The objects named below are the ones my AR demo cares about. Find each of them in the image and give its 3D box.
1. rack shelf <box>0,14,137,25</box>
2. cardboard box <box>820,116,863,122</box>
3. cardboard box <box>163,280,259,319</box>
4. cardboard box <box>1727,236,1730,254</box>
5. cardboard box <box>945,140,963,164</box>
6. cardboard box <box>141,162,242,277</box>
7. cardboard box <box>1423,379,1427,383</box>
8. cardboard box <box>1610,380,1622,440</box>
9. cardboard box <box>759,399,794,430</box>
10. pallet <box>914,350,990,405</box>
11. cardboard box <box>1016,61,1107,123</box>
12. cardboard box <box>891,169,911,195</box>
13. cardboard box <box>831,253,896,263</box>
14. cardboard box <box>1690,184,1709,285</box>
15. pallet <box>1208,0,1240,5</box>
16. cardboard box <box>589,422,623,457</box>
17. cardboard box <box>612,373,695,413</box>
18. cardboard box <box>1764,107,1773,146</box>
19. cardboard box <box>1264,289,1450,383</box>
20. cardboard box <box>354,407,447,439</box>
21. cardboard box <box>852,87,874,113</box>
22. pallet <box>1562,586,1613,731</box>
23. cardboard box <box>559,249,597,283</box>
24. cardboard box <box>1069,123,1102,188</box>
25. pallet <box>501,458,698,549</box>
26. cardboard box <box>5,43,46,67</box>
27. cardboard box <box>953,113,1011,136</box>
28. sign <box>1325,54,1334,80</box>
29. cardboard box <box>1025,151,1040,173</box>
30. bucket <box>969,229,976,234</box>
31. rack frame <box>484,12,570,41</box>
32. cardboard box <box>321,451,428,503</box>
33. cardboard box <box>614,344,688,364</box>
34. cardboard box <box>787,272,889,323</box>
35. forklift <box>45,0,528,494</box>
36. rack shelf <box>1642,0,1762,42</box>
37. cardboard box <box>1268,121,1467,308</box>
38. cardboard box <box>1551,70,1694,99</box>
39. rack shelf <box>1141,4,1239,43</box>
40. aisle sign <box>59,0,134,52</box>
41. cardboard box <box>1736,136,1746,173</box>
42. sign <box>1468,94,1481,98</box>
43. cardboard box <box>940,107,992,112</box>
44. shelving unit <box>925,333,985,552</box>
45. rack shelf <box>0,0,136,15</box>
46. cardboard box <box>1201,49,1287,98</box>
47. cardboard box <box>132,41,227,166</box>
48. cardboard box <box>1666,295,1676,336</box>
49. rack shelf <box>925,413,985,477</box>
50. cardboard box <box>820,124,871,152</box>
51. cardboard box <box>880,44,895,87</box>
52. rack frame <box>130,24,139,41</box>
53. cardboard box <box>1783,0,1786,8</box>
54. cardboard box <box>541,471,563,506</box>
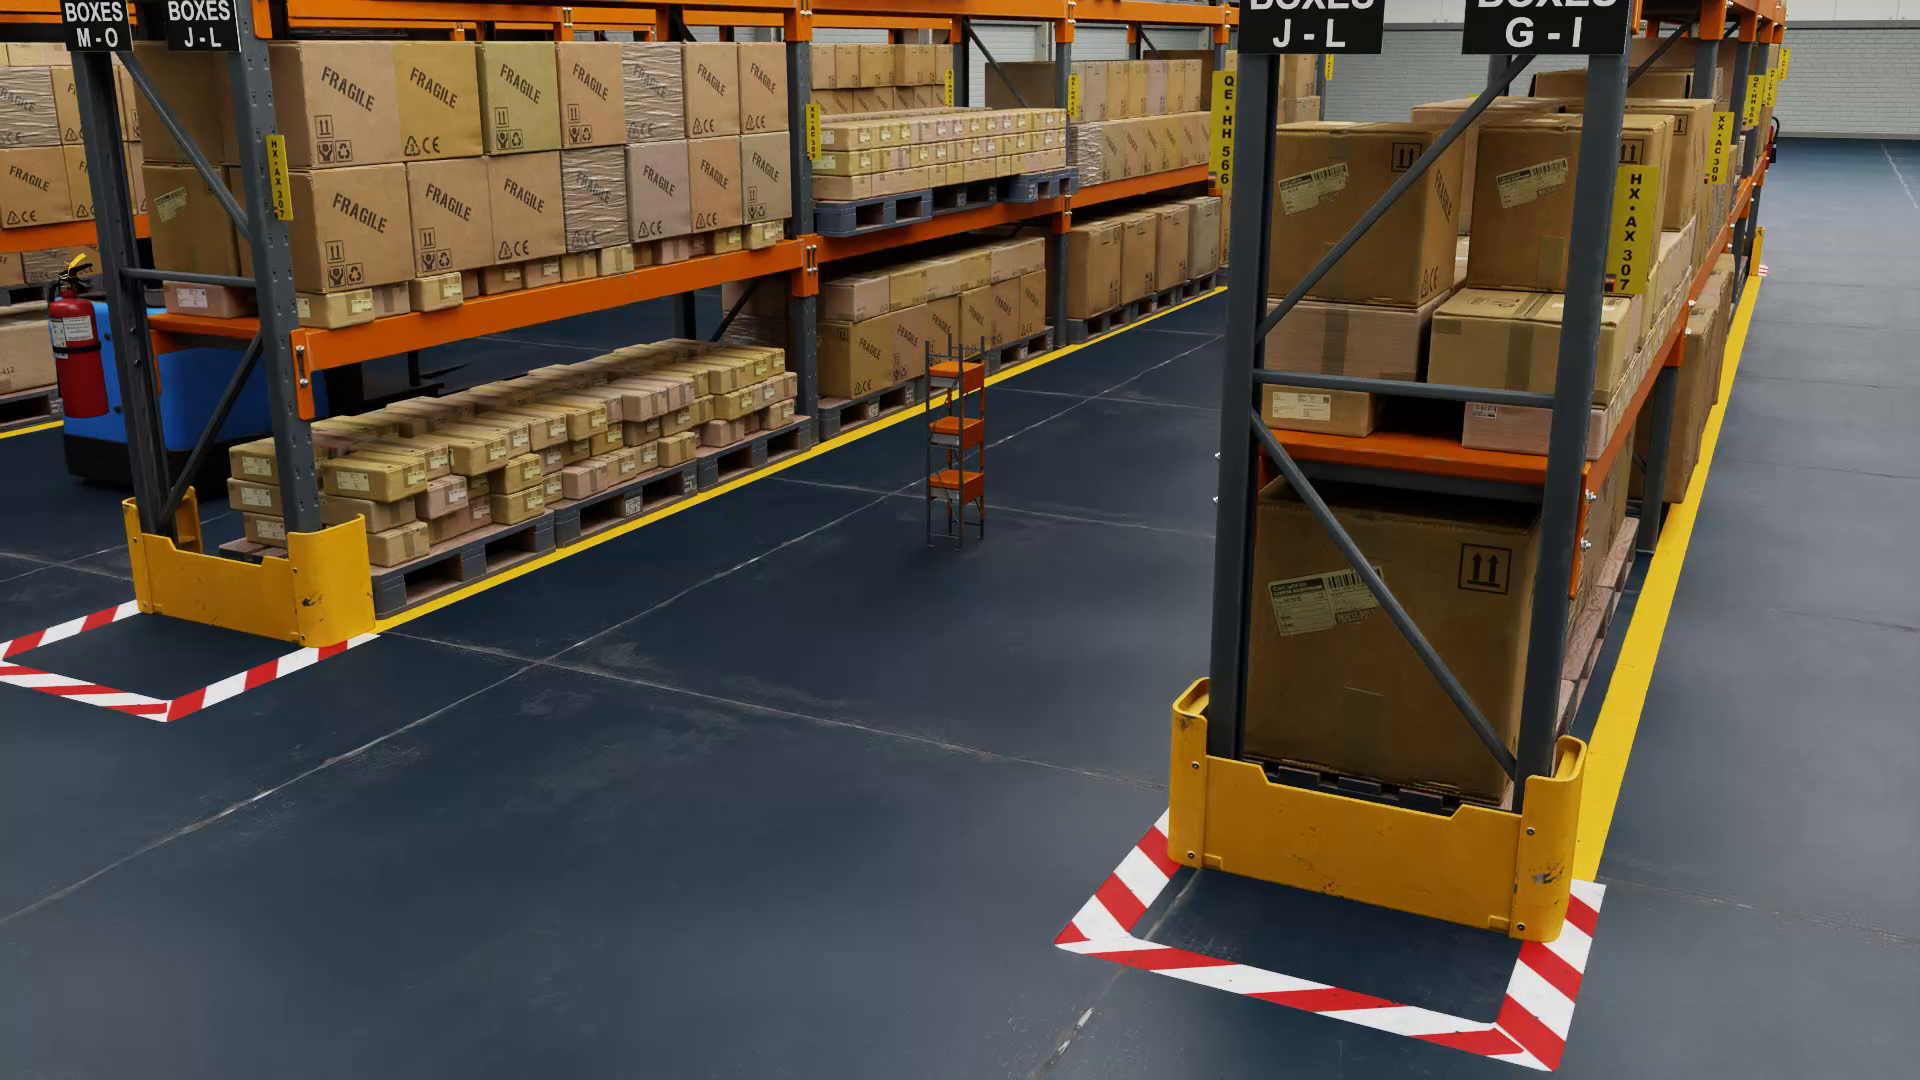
[{"bbox_3d":[-9.391,-4.930,15.851,1.077,0.370,4.000,8,18,25],"label":"rack shelf"},{"bbox_3d":[-0.897,-2.850,11.509,0.380,0.149,0.250,7,18,24],"label":"cardboard box"},{"bbox_3d":[-3.263,-1.073,7.310,0.380,0.149,0.250,8,18,25],"label":"cardboard box"},{"bbox_3d":[7.062,-2.721,16.070,0.500,0.500,0.500,16,23,43],"label":"cardboard box"},{"bbox_3d":[-0.199,-2.693,11.506,0.380,0.149,0.250,8,18,24],"label":"cardboard box"},{"bbox_3d":[-3.185,-1.412,7.312,0.500,0.500,0.500,9,19,26],"label":"cardboard box"},{"bbox_3d":[1.442,-0.624,5.797,0.380,0.149,0.250,8,19,26],"label":"cardboard box"},{"bbox_3d":[1.803,-0.411,5.082,0.380,0.149,0.250,8,18,25],"label":"cardboard box"},{"bbox_3d":[-1.239,-0.785,10.168,0.380,0.149,0.250,8,18,26],"label":"cardboard box"},{"bbox_3d":[-0.478,-1.267,12.419,1.003,0.211,1.213,8,18,25],"label":"pallet"},{"bbox_3d":[0.853,-3.881,14.393,0.700,0.500,0.500,8,18,25],"label":"cardboard box"},{"bbox_3d":[-0.547,-2.351,10.874,0.380,0.149,0.250,8,18,26],"label":"cardboard box"},{"bbox_3d":[-0.797,-1.943,12.135,0.500,0.250,0.500,7,18,23],"label":"cardboard box"},{"bbox_3d":[3.453,-1.570,8.366,0.500,0.500,0.500,8,18,26],"label":"cardboard box"},{"bbox_3d":[2.581,-5.733,17.447,1.003,0.211,1.213,8,18,25],"label":"pallet"},{"bbox_3d":[-2.030,-0.562,8.895,0.380,0.149,0.250,9,19,28],"label":"cardboard box"},{"bbox_3d":[-1.702,-0.818,9.235,0.380,0.149,0.250,7,18,23],"label":"cardboard box"},{"bbox_3d":[7.999,-4.404,17.387,0.875,0.500,0.500,8,18,25],"label":"cardboard box"},{"bbox_3d":[1.215,-0.646,5.170,0.500,0.250,0.500,8,18,24],"label":"cardboard box"},{"bbox_3d":[-2.808,-0.558,8.360,0.380,0.149,0.250,7,18,23],"label":"cardboard box"},{"bbox_3d":[-1.382,-5.259,20.265,0.500,0.500,0.500,8,18,25],"label":"cardboard box"},{"bbox_3d":[2.070,0.396,6.821,1.003,0.211,1.213,8,18,25],"label":"pallet"},{"bbox_3d":[-2.066,-1.399,8.406,0.380,0.149,0.250,9,19,27],"label":"cardboard box"},{"bbox_3d":[0.861,-3.240,13.989,0.500,0.500,0.500,8,18,26],"label":"cardboard box"},{"bbox_3d":[-2.181,-0.269,9.060,1.003,0.211,1.213,8,18,25],"label":"pallet"},{"bbox_3d":[-6.207,-3.166,10.844,0.380,0.149,0.250,8,18,25],"label":"cardboard box"},{"bbox_3d":[0.150,-3.035,12.135,0.380,0.149,0.250,8,18,25],"label":"cardboard box"},{"bbox_3d":[4.473,-5.746,20.152,0.100,0.325,0.005,8,18,25],"label":"sign"},{"bbox_3d":[0.383,-2.880,12.657,0.380,0.149,0.250,8,19,26],"label":"cardboard box"},{"bbox_3d":[0.205,-3.618,18.518,0.620,0.611,0.726,-27,30,-37],"label":"bucket"},{"bbox_3d":[-4.055,-3.716,15.768,1.000,3.000,0.127,8,18,25],"label":"rack frame"},{"bbox_3d":[-2.618,-0.285,7.439,0.380,0.149,0.250,7,18,23],"label":"cardboard box"},{"bbox_3d":[-1.884,-1.089,10.148,0.380,0.149,0.250,9,19,28],"label":"cardboard box"},{"bbox_3d":[-0.802,-1.610,11.014,0.500,0.250,0.500,7,18,23],"label":"cardboard box"},{"bbox_3d":[-4.015,-2.035,10.228,1.130,2.935,3.031,8,19,26],"label":"forklift"},{"bbox_3d":[3.917,-3.039,9.483,1.077,0.370,4.000,8,18,25],"label":"rack shelf"},{"bbox_3d":[1.219,-1.005,5.065,0.500,0.500,0.500,8,18,26],"label":"cardboard box"},{"bbox_3d":[3.619,-2.302,9.070,0.797,0.503,0.637,8,18,26],"label":"cardboard box"},{"bbox_3d":[3.100,-5.734,18.555,1.077,0.370,4.000,8,18,25],"label":"rack shelf"},{"bbox_3d":[-3.457,-2.340,6.569,0.394,0.787,0.004,8,18,25],"label":"aisle sign"},{"bbox_3d":[5.766,-2.982,12.823,0.500,0.250,0.500,8,18,24],"label":"cardboard box"},{"bbox_3d":[2.534,-2.020,8.163,0.100,0.325,0.005,8,18,25],"label":"sign"},{"bbox_3d":[0.037,-3.384,13.308,0.380,0.149,0.250,8,18,25],"label":"cardboard box"},{"bbox_3d":[-0.024,-0.490,8.329,0.215,1.050,0.252,8,18,25],"label":"shelving unit"},{"bbox_3d":[-6.736,-3.281,10.298,1.077,0.370,4.000,8,18,25],"label":"rack shelf"},{"bbox_3d":[3.258,-5.373,19.185,0.875,0.550,0.550,8,18,25],"label":"cardboard box"},{"bbox_3d":[-3.174,-1.892,7.173,0.500,0.500,0.500,8,18,24],"label":"cardboard box"},{"bbox_3d":[2.721,-0.935,6.844,0.380,0.149,0.250,8,19,26],"label":"cardboard box"},{"bbox_3d":[-0.024,-0.479,8.332,0.215,0.259,0.240,8,18,25],"label":"rack shelf"},{"bbox_3d":[-0.781,-2.501,10.336,0.380,0.149,0.250,9,19,28],"label":"cardboard box"},{"bbox_3d":[-1.229,-5.885,20.617,0.700,0.500,0.500,8,18,25],"label":"cardboard box"},{"bbox_3d":[-8.497,-4.347,17.891,1.000,3.000,0.127,8,18,25],"label":"rack frame"},{"bbox_3d":[8.177,-5.576,17.026,0.500,0.250,0.500,8,18,26],"label":"cardboard box"},{"bbox_3d":[-2.246,-0.271,8.439,0.380,0.149,0.250,8,18,26],"label":"cardboard box"}]
